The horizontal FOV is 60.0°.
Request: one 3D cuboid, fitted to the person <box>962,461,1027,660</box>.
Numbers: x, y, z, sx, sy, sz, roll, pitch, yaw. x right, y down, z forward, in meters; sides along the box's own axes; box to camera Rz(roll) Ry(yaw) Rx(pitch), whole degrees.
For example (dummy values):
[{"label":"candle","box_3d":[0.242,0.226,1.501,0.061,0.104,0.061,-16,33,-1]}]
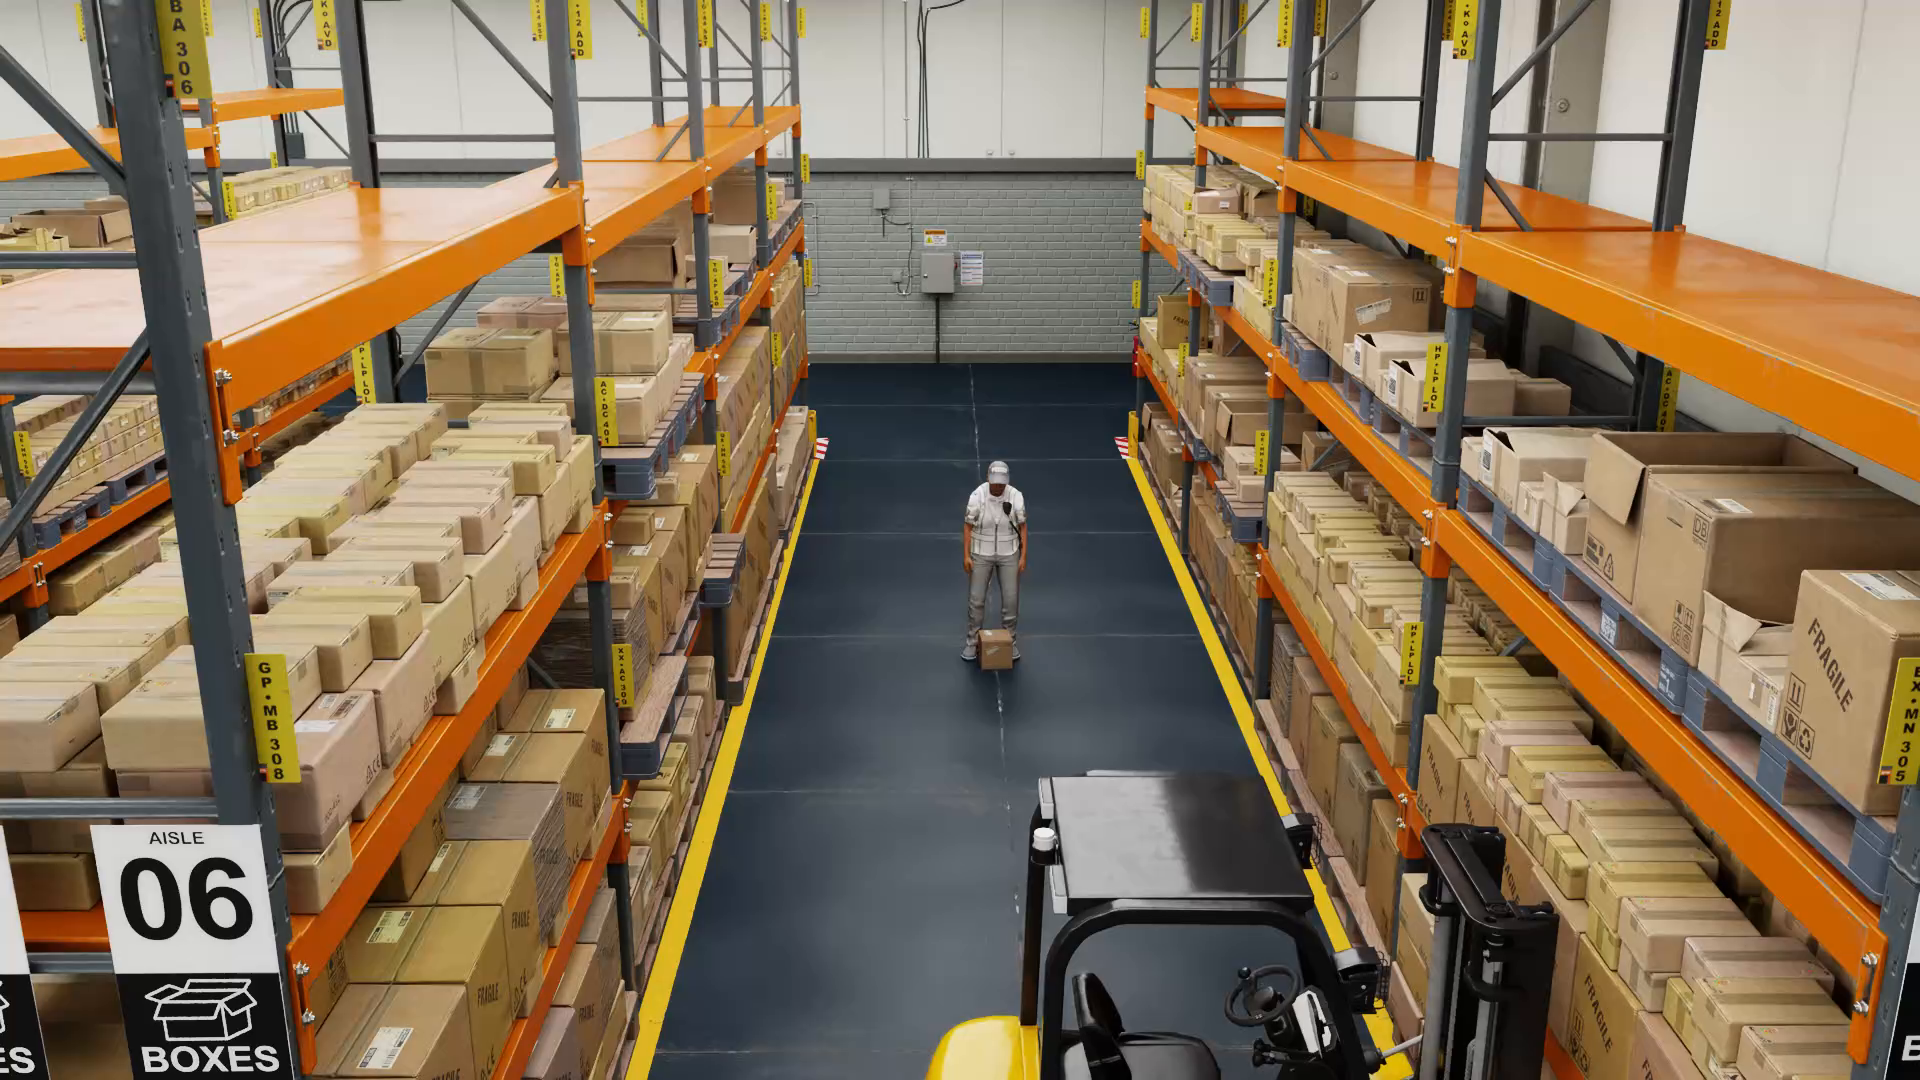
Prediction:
[{"label":"person","box_3d":[0.281,0.150,13.553,0.537,1.666,0.467,0,17,0]}]
